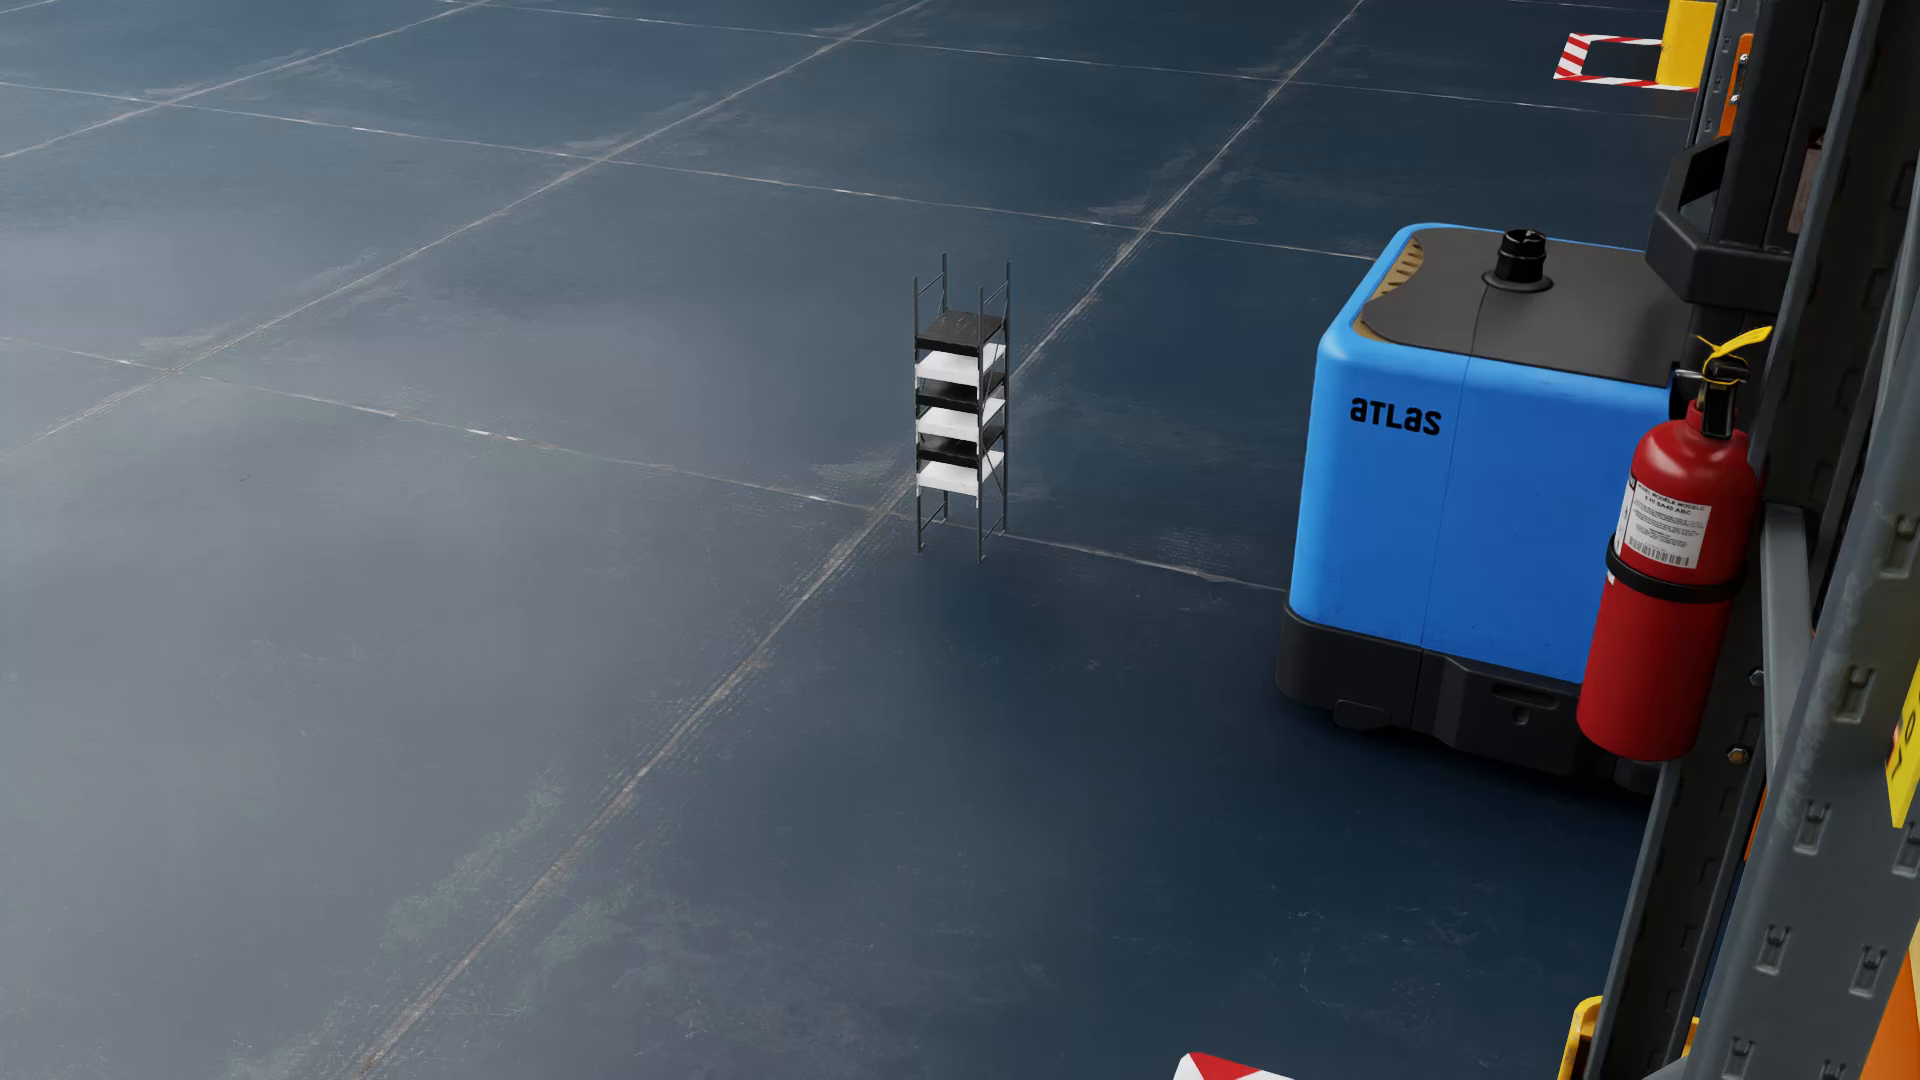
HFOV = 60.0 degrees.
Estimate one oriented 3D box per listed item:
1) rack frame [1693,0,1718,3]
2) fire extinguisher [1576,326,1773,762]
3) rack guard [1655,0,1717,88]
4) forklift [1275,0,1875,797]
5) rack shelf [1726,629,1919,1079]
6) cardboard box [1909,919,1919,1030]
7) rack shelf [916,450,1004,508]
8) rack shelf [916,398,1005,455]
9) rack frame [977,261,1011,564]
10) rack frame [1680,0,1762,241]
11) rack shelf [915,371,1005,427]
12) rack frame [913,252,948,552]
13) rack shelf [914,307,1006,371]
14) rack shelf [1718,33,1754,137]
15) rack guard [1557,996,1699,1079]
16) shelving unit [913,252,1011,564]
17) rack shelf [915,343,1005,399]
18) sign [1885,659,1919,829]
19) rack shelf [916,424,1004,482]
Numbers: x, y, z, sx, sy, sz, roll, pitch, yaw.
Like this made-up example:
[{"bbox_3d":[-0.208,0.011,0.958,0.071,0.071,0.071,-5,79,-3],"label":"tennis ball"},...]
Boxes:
[{"bbox_3d":[4.662,-4.330,9.863,0.127,3.000,1.000,11,31,19],"label":"rack frame"},{"bbox_3d":[1.001,-0.012,2.301,0.183,0.674,0.296,11,31,19],"label":"fire extinguisher"},{"bbox_3d":[4.640,-3.247,10.486,0.348,0.500,1.175,11,31,19],"label":"rack guard"},{"bbox_3d":[2.400,-0.727,3.557,3.031,2.935,1.130,13,32,22],"label":"forklift"},{"bbox_3d":[2.787,0.869,1.395,4.000,0.370,1.077,11,31,19],"label":"rack shelf"},{"bbox_3d":[1.108,0.457,1.649,0.250,0.149,0.380,11,31,19],"label":"cardboard box"},{"bbox_3d":[0.008,-0.205,5.131,0.200,0.077,0.258,11,31,19],"label":"rack shelf"},{"bbox_3d":[0.008,-0.361,5.042,0.200,0.077,0.258,11,31,19],"label":"rack shelf"},{"bbox_3d":[0.102,-0.371,4.993,0.006,0.900,0.240,11,31,19],"label":"rack frame"},{"bbox_3d":[2.796,-2.073,5.869,0.127,3.000,1.000,11,31,19],"label":"rack frame"},{"bbox_3d":[0.008,-0.440,4.998,0.200,0.077,0.258,11,31,19],"label":"rack shelf"},{"bbox_3d":[-0.087,-0.409,5.059,0.006,0.900,0.240,11,31,19],"label":"rack frame"},{"bbox_3d":[0.008,-0.596,4.909,0.200,0.077,0.258,11,31,19],"label":"rack shelf"},{"bbox_3d":[4.649,-1.389,5.391,4.000,0.370,1.077,11,31,19],"label":"rack shelf"},{"bbox_3d":[1.004,1.288,2.463,0.348,0.500,1.175,11,31,19],"label":"rack guard"},{"bbox_3d":[0.008,-0.390,5.026,0.210,0.900,0.258,11,31,19],"label":"shelving unit"},{"bbox_3d":[0.008,-0.518,4.954,0.200,0.077,0.258,11,31,19],"label":"rack shelf"},{"bbox_3d":[0.730,0.056,1.222,0.005,0.325,0.100,11,31,19],"label":"sign"},{"bbox_3d":[0.008,-0.283,5.087,0.200,0.077,0.258,11,31,19],"label":"rack shelf"}]
